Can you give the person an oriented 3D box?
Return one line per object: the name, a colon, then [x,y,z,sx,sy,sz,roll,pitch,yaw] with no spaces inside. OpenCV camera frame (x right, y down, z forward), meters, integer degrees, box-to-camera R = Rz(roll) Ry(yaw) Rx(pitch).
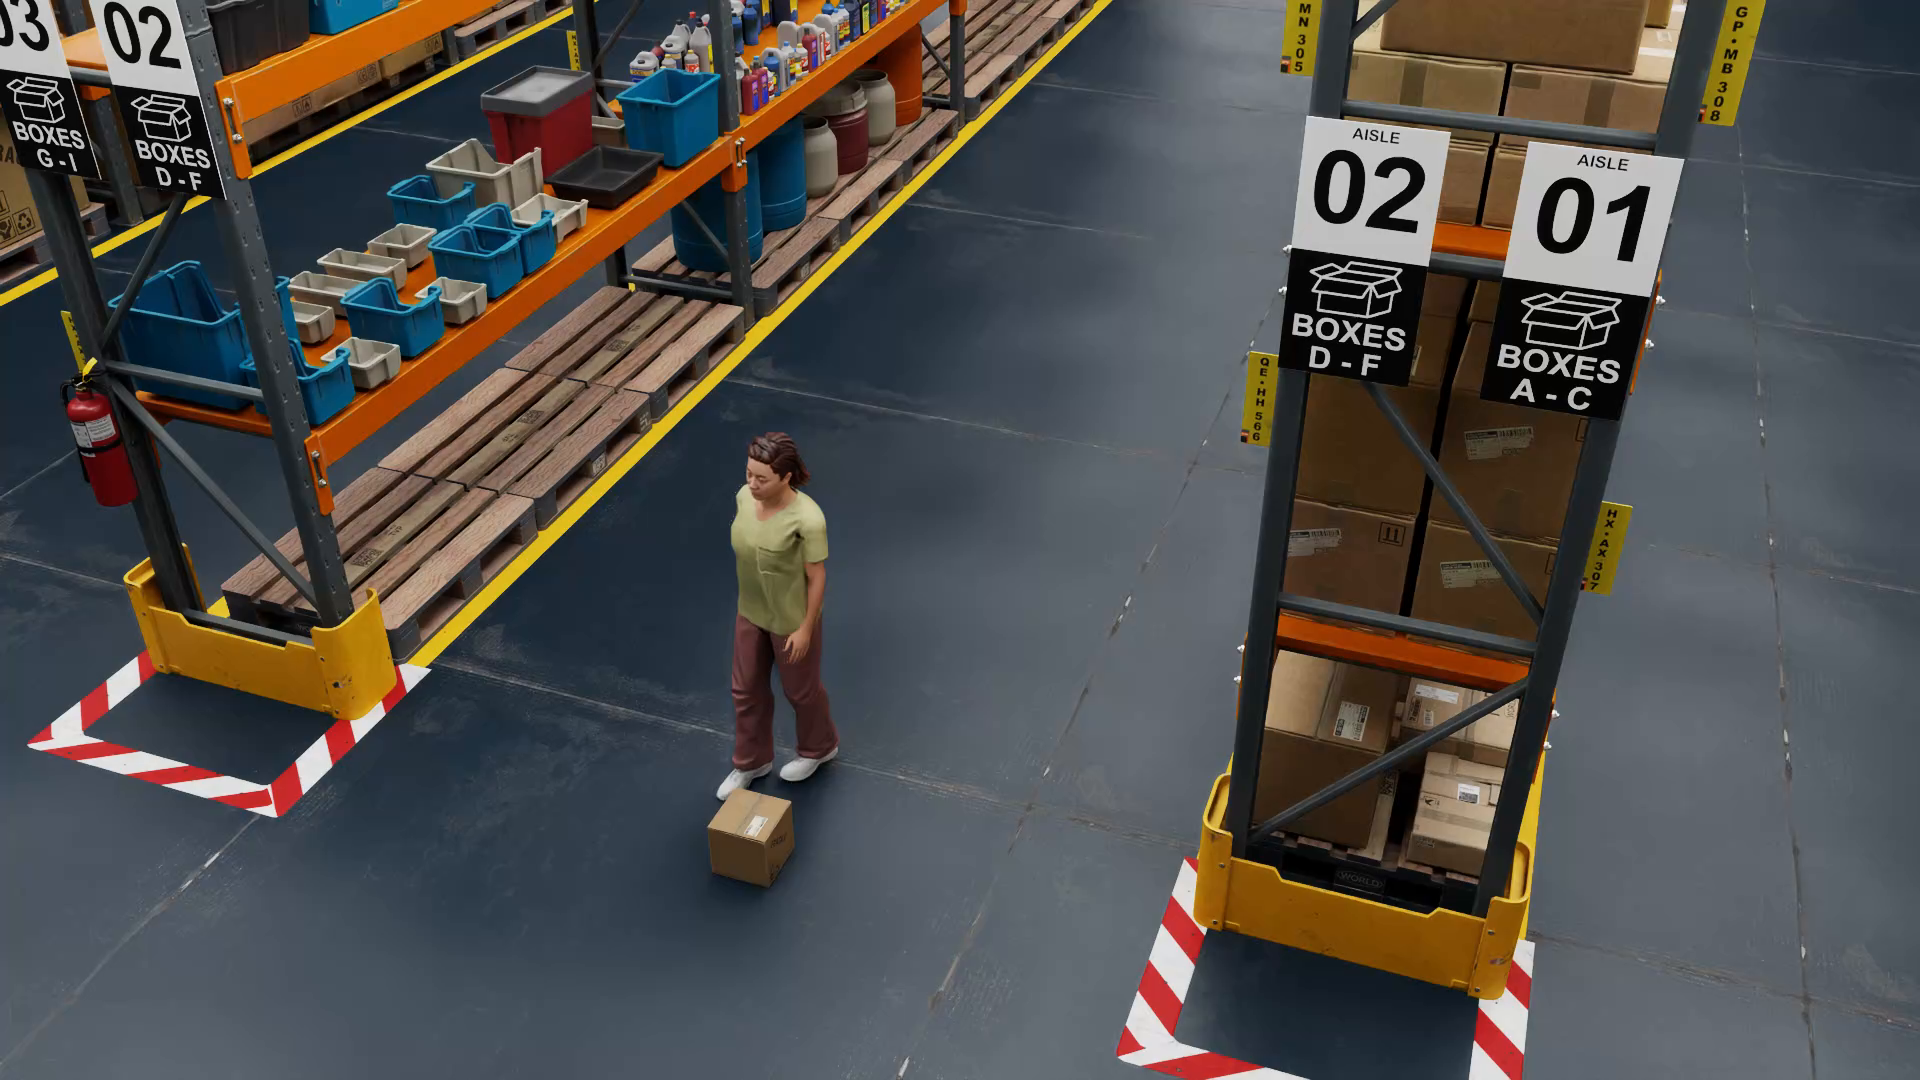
person: [-0.754,0.322,6.641,0.465,1.681,0.539,21,39,29]
